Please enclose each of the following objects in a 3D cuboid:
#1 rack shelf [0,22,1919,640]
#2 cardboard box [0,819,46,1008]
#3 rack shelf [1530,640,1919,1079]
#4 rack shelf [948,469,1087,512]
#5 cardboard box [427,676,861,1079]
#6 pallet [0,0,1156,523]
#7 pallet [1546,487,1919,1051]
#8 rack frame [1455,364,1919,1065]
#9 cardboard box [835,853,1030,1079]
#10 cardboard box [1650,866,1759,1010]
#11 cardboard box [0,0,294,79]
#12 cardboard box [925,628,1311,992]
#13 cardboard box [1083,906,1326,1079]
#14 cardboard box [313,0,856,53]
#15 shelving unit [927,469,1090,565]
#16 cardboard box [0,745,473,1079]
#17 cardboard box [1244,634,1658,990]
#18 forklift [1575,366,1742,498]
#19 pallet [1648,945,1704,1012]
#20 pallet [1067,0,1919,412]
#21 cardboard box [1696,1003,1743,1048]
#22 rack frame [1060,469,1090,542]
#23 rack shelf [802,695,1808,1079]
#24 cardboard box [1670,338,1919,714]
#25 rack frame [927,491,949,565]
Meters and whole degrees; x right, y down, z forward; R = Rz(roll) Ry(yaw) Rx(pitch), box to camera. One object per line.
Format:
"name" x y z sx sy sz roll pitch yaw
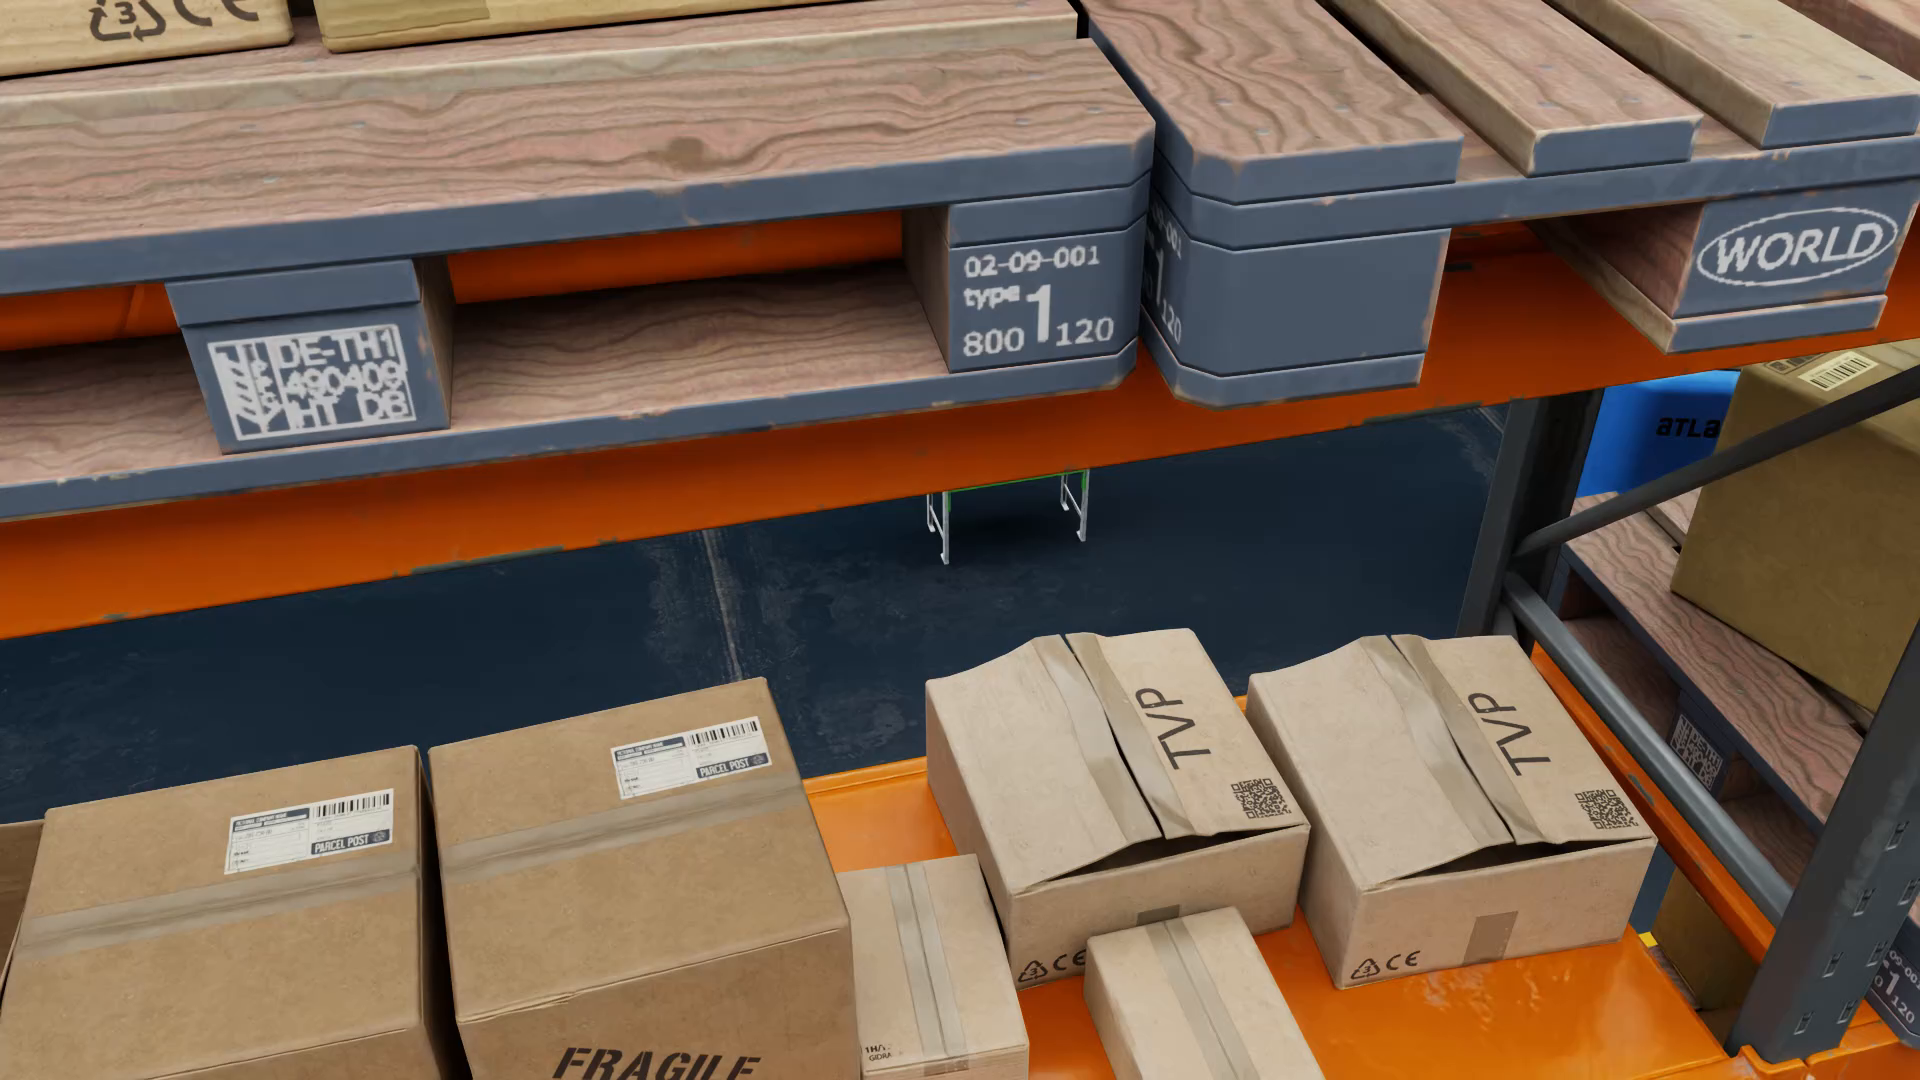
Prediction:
"rack shelf" -0.770 -0.233 1.709 4.000 0.370 1.077 -9 38 -12
"cardboard box" -1.447 0.754 2.213 0.500 0.500 0.500 -7 38 -9
"rack shelf" 3.091 0.325 3.449 4.000 0.370 1.077 -9 38 -12
"rack shelf" 0.160 -0.261 5.604 0.480 0.148 0.258 -9 38 -12
"cardboard box" -0.455 0.592 2.426 0.500 0.500 0.500 -11 39 -14
"pallet" -0.550 -0.422 1.519 1.213 0.211 1.003 -8 38 -10
"pallet" 1.797 0.284 3.068 1.003 0.211 1.213 -9 38 -12
"rack frame" 1.161 0.356 2.816 0.127 3.000 1.000 -9 38 -12
"cardboard box" -0.056 0.691 2.585 0.250 0.149 0.380 -7 38 -9
"cardboard box" 2.002 0.888 3.815 0.500 0.500 0.500 -8 38 -10
"cardboard box" -0.839 -0.576 1.343 0.500 0.250 0.500 -12 39 -16
"cardboard box" 0.247 0.419 2.806 0.500 0.311 0.500 -10 38 -12
"cardboard box" 0.364 0.760 2.494 0.250 0.149 0.380 -9 38 -12
"cardboard box" -0.319 -0.660 1.453 0.500 0.250 0.500 -10 39 -13
"shelving unit" 0.160 -0.503 5.420 0.503 1.200 0.258 -9 38 -12
"cardboard box" -0.963 0.675 2.317 0.500 0.500 0.500 -9 38 -12
"cardboard box" 0.798 0.423 2.801 0.500 0.311 0.500 -7 38 -9
"forklift" 3.384 -0.984 4.625 3.031 2.935 1.130 3 38 4
"pallet" 1.891 1.367 3.789 1.213 0.211 1.003 -9 38 -12
"pallet" 0.529 -0.601 1.753 1.003 0.211 1.213 -8 38 -10
"cardboard box" 1.675 1.270 3.317 0.500 0.500 0.500 -8 38 -10
"rack frame" 0.395 -0.541 5.470 0.015 1.200 0.240 -9 38 -12
"rack shelf" -0.770 0.958 2.620 4.000 0.370 1.077 -9 38 -12
"cardboard box" 1.739 -0.016 2.875 0.500 0.500 0.700 -23 43 -27
"rack frame" -0.076 -0.464 5.369 0.015 1.200 0.240 -9 38 -12
